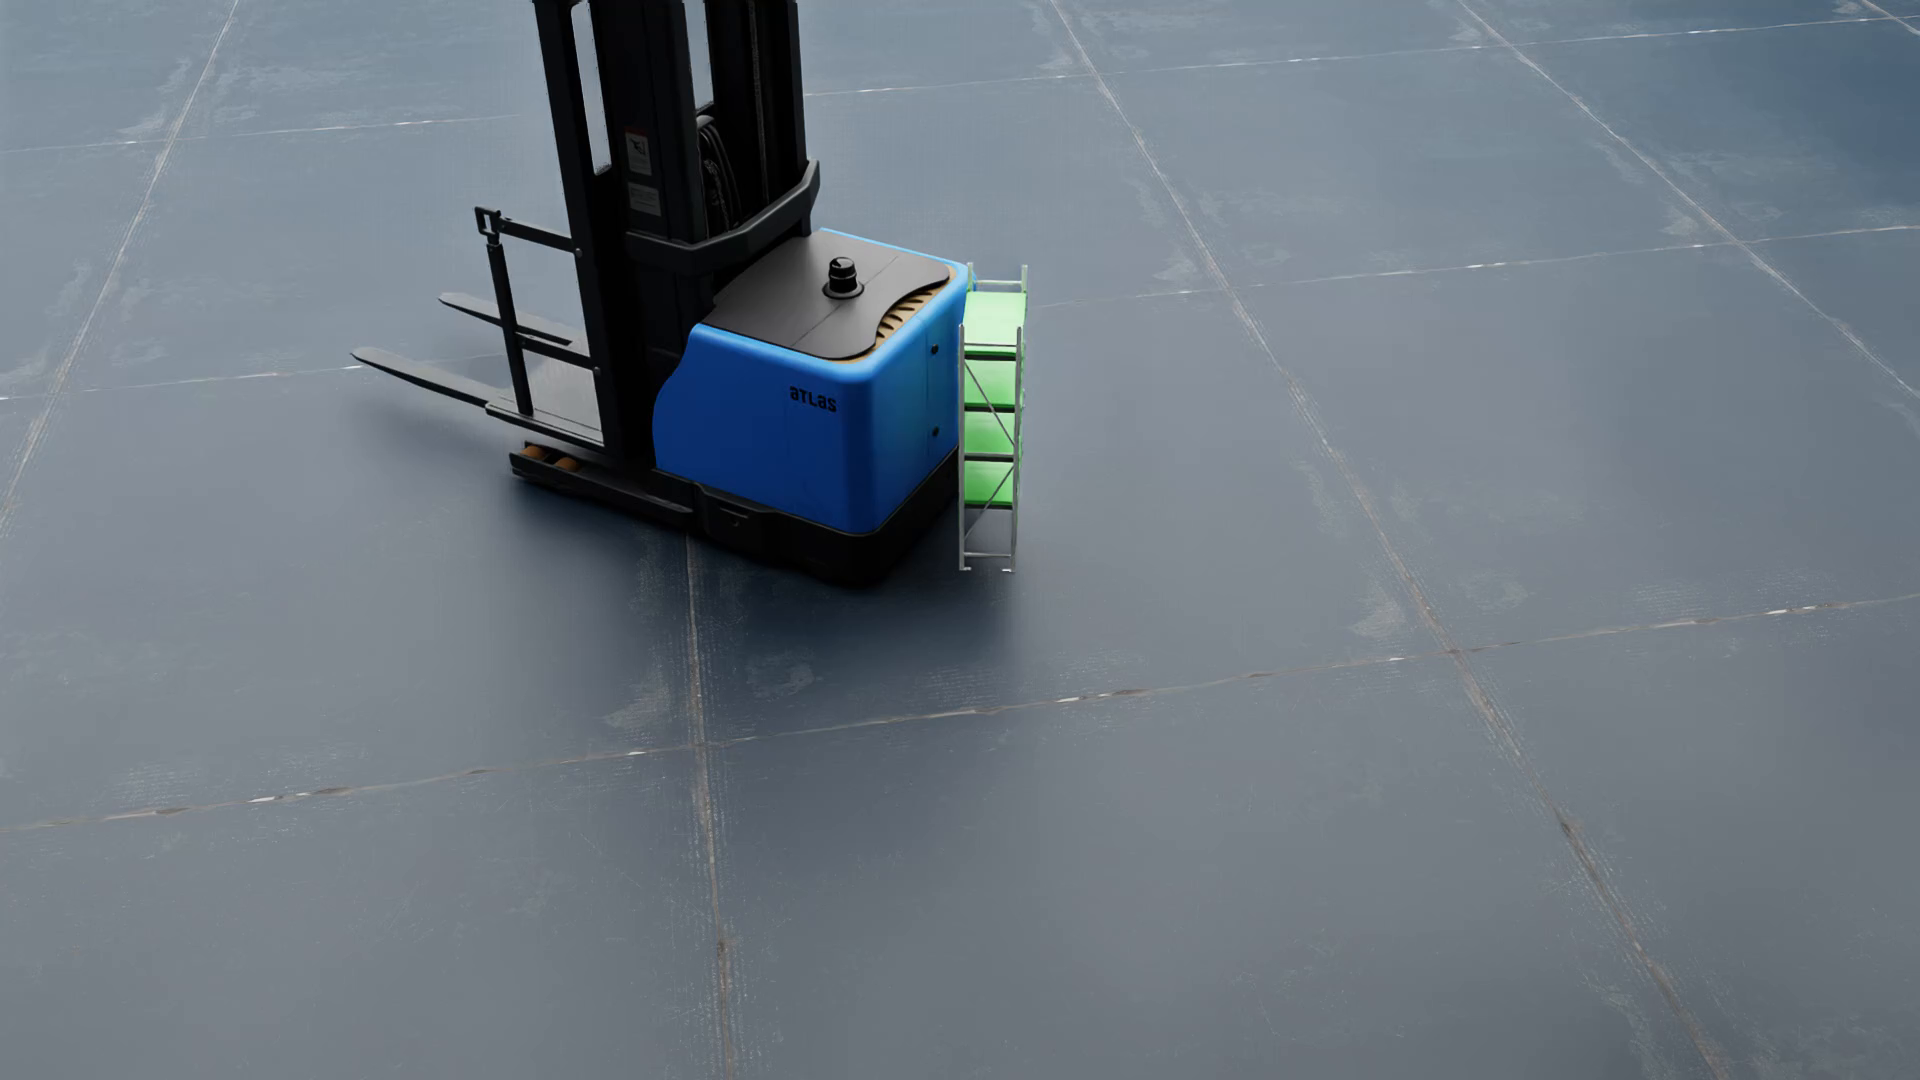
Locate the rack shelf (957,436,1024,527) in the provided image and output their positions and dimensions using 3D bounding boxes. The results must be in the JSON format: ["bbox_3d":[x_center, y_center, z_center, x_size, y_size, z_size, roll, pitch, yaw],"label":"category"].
[{"bbox_3d":[0.134,-0.252,7.092,0.258,0.148,0.480,3,38,3],"label":"rack shelf"}]

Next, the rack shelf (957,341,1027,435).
[{"bbox_3d":[0.134,-0.631,6.798,0.258,0.148,0.480,3,38,3],"label":"rack shelf"}]

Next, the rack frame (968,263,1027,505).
[{"bbox_3d":[0.151,-0.642,7.098,0.240,1.200,0.015,3,38,3],"label":"rack frame"}]

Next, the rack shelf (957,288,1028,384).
[{"bbox_3d":[0.134,-0.821,6.650,0.258,0.148,0.480,3,38,3],"label":"rack shelf"}]

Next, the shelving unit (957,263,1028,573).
[{"bbox_3d":[0.134,-0.492,6.906,0.258,1.200,0.503,3,38,3],"label":"shelving unit"}]

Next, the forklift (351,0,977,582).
[{"bbox_3d":[-1.459,-1.627,6.955,3.031,2.935,1.130,18,41,22],"label":"forklift"}]

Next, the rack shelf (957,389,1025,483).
[{"bbox_3d":[0.134,-0.442,6.945,0.258,0.148,0.480,3,38,3],"label":"rack shelf"}]

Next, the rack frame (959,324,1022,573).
[{"bbox_3d":[0.116,-0.343,6.714,0.240,1.200,0.015,3,38,3],"label":"rack frame"}]
